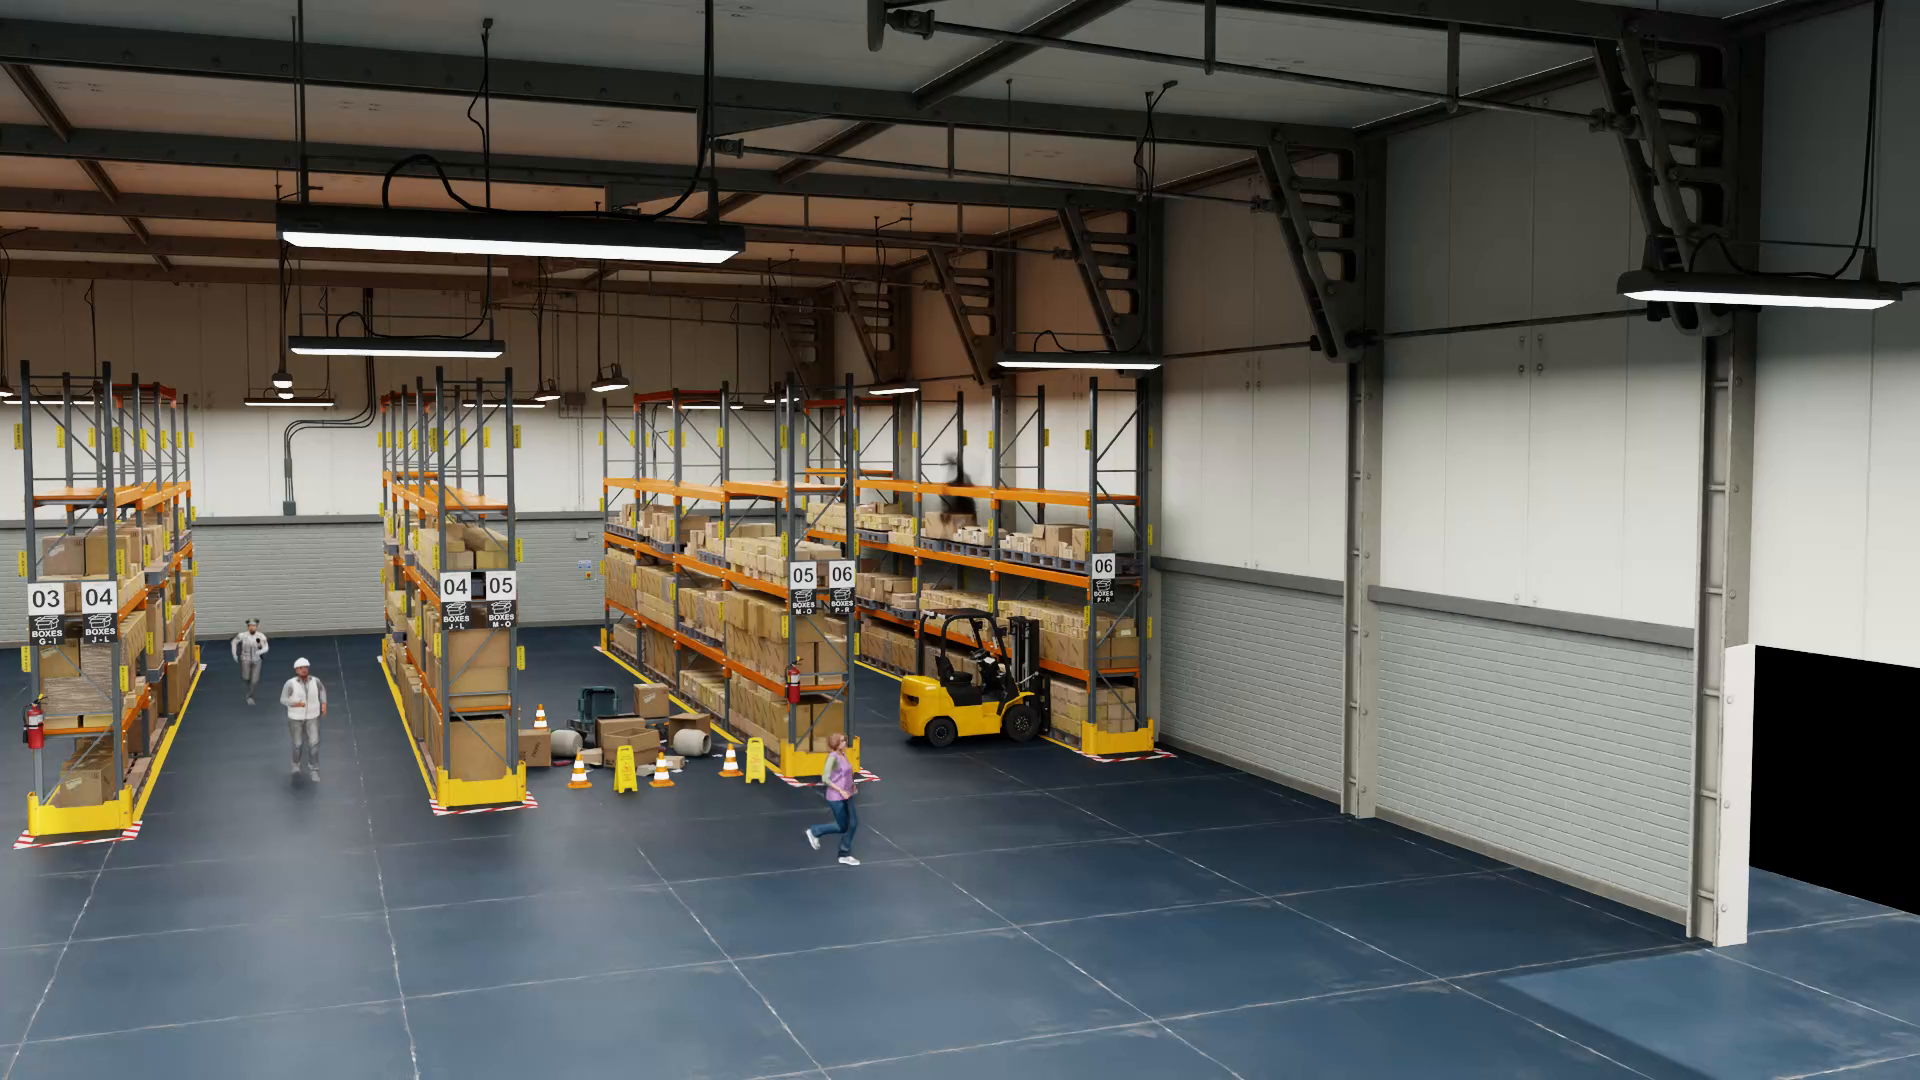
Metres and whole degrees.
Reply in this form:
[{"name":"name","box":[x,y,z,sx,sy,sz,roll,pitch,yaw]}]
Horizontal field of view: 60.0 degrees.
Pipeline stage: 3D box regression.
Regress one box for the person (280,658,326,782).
[{"name":"person","box":[-9.673,2.656,24.526,0.673,1.855,0.760,-2,4,-32]}]

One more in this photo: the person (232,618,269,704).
[{"name":"person","box":[-13.413,2.298,31.432,0.654,1.647,0.601,-1,4,-21]}]

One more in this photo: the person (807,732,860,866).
[{"name":"person","box":[-1.476,3.046,19.651,0.650,1.567,0.546,1,4,20]}]
